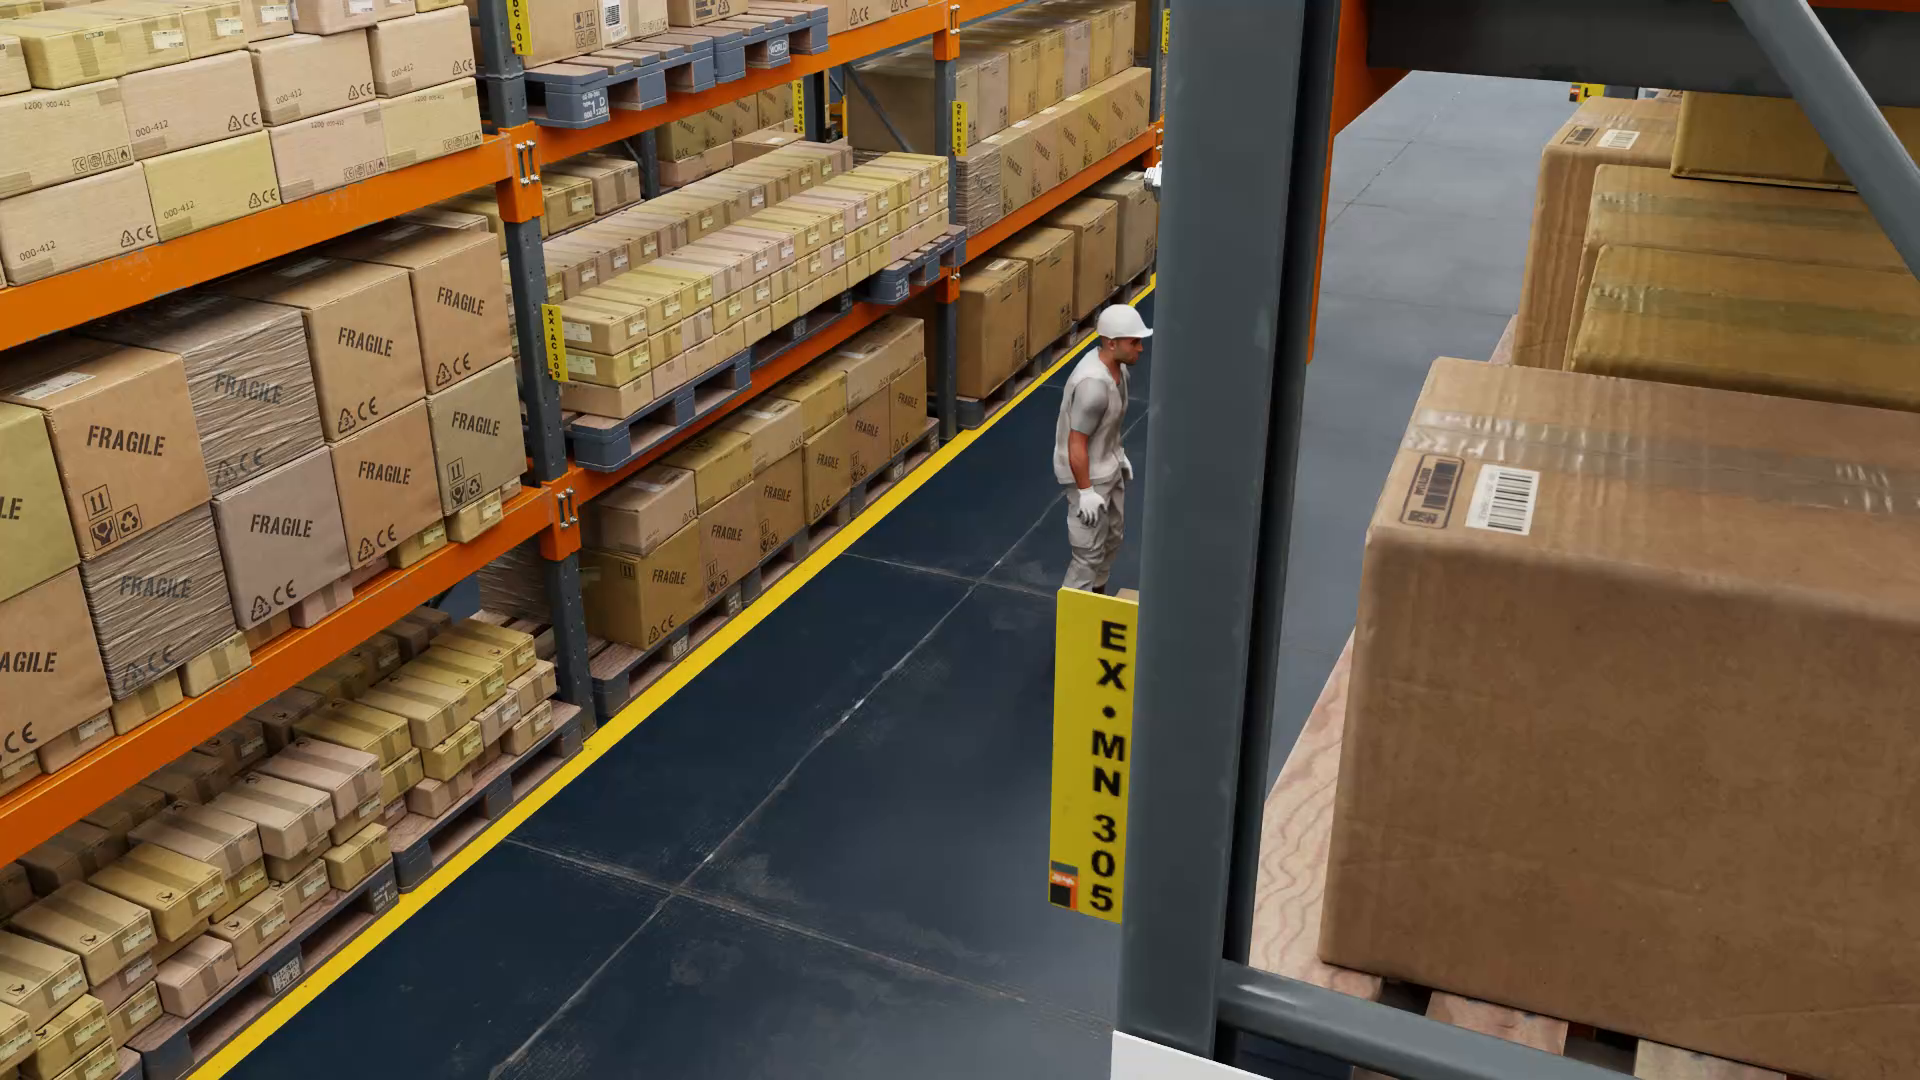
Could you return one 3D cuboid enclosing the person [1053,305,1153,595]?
[{"bbox_3d":[0.699,-0.304,8.221,0.452,1.779,0.622,10,28,20],"label":"person"}]
